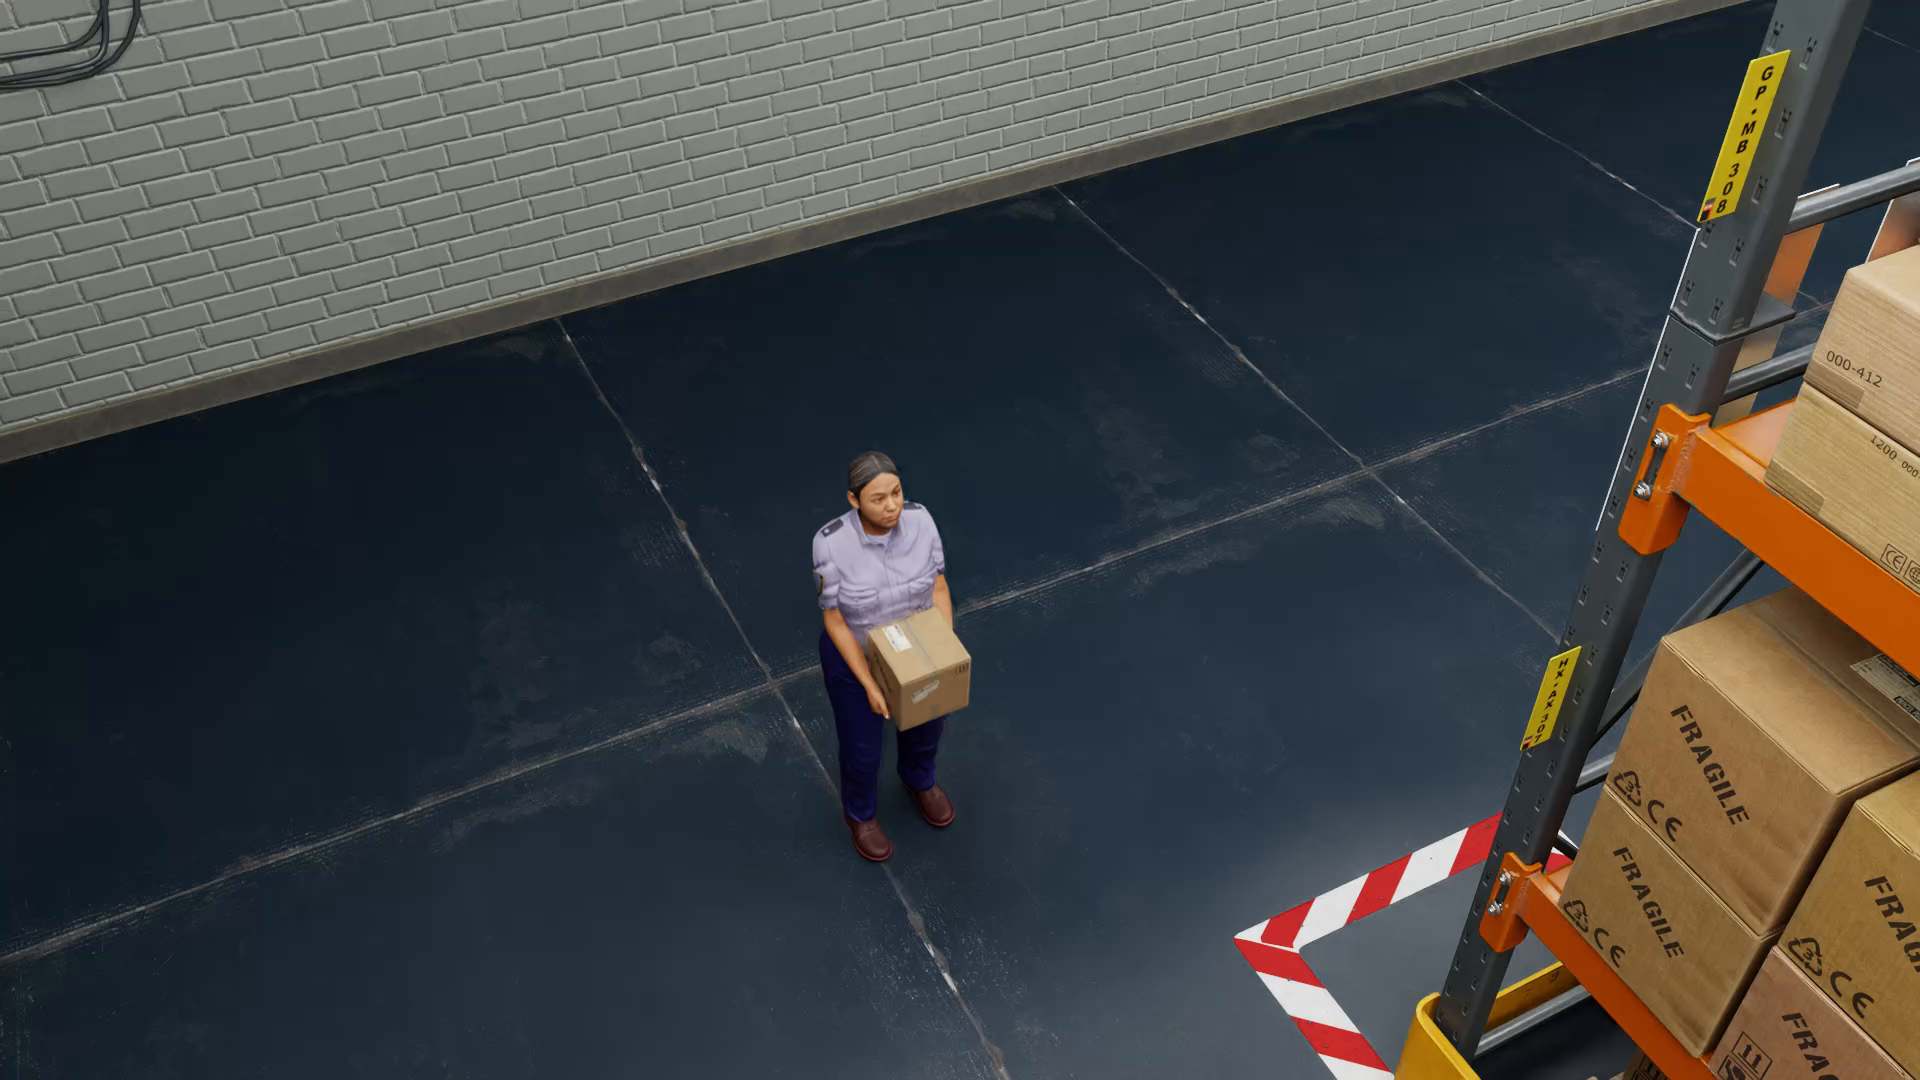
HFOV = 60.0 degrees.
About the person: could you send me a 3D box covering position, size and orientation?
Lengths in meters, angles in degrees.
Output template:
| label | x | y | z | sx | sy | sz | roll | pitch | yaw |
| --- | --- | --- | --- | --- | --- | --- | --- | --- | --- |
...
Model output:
| label | x | y | z | sx | sy | sz | roll | pitch | yaw |
| --- | --- | --- | --- | --- | --- | --- | --- | --- | --- |
| person | -0.223 | 0.442 | 5.680 | 0.455 | 1.634 | 0.512 | -19 | 45 | -20 |
